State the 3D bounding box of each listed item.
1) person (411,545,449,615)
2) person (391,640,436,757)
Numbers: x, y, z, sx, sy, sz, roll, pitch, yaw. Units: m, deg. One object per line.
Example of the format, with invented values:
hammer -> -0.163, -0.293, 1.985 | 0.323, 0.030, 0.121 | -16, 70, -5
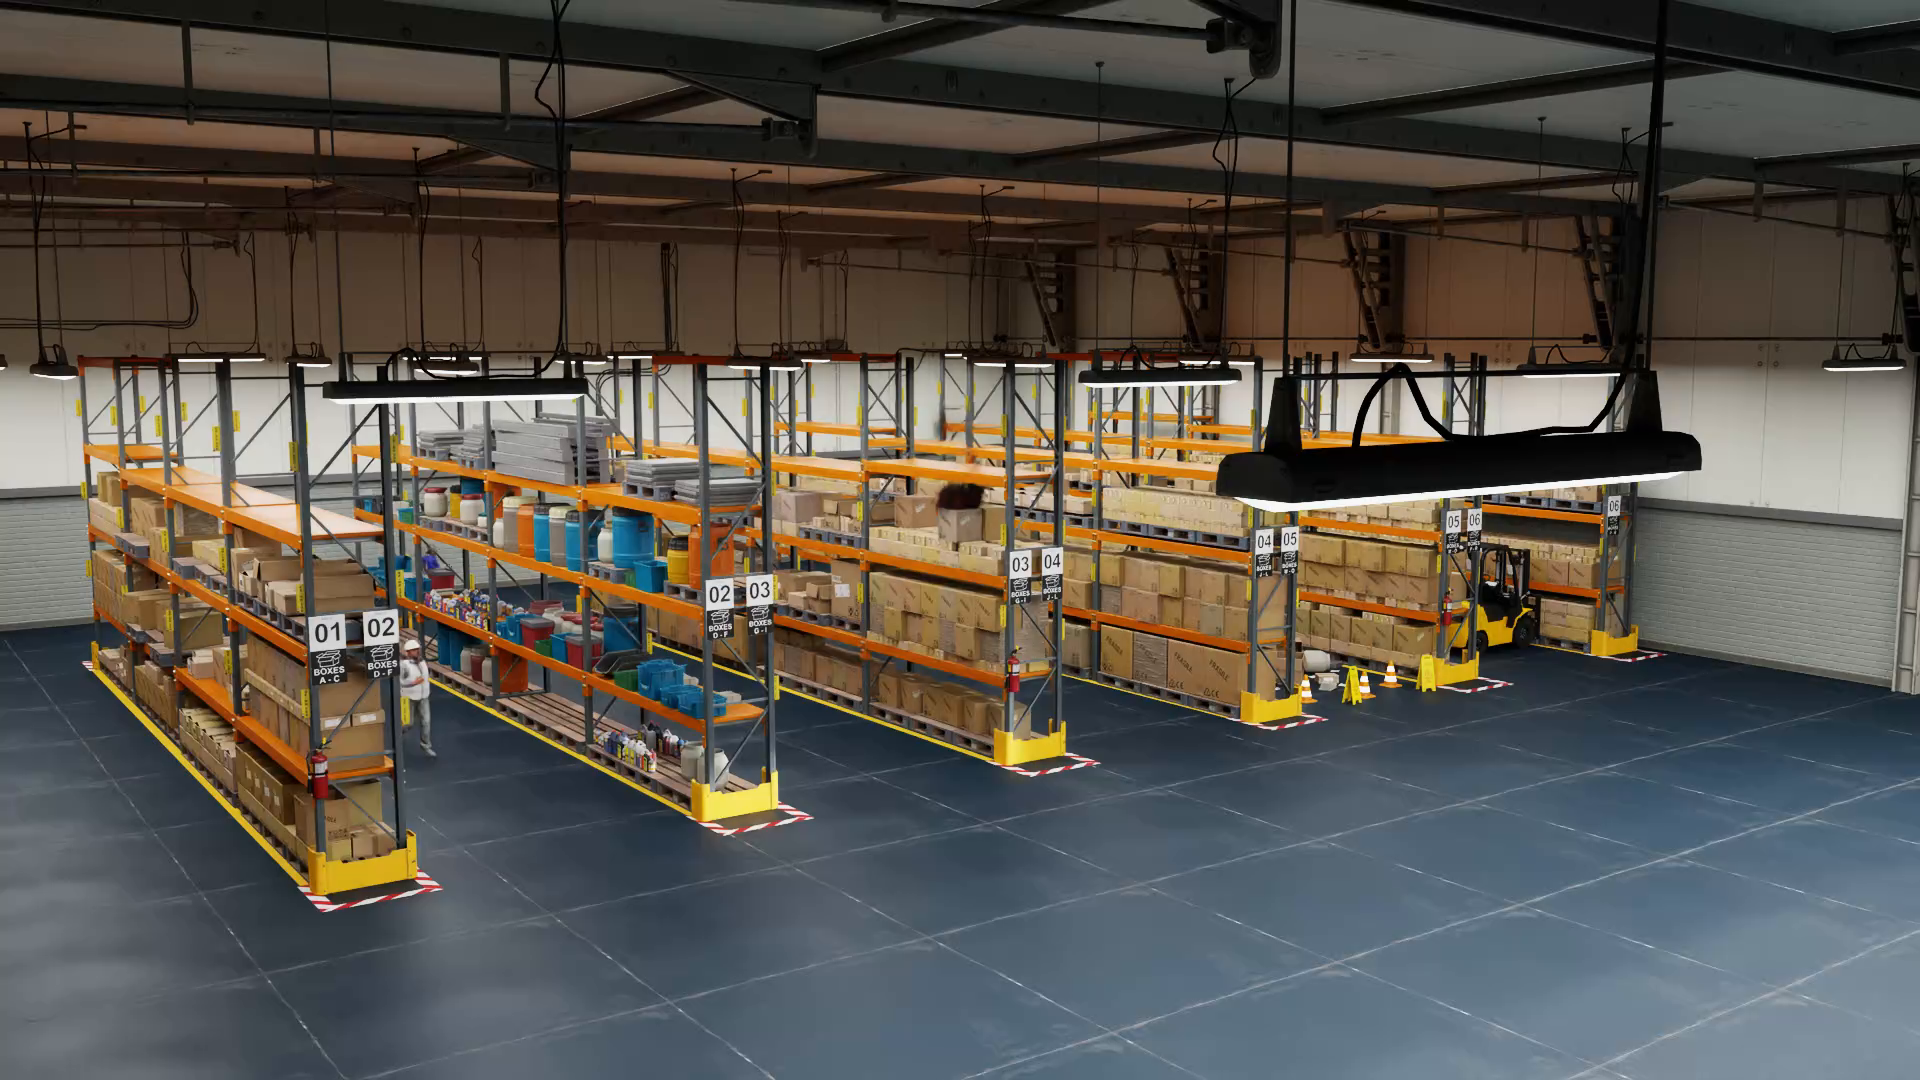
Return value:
person -> -12.011, 0.957, 37.706 | 0.876, 1.678, 0.586 | -2, 7, -15
person -> -8.298, 2.382, 25.238 | 0.907, 1.760, 0.674 | 5, 8, 35
